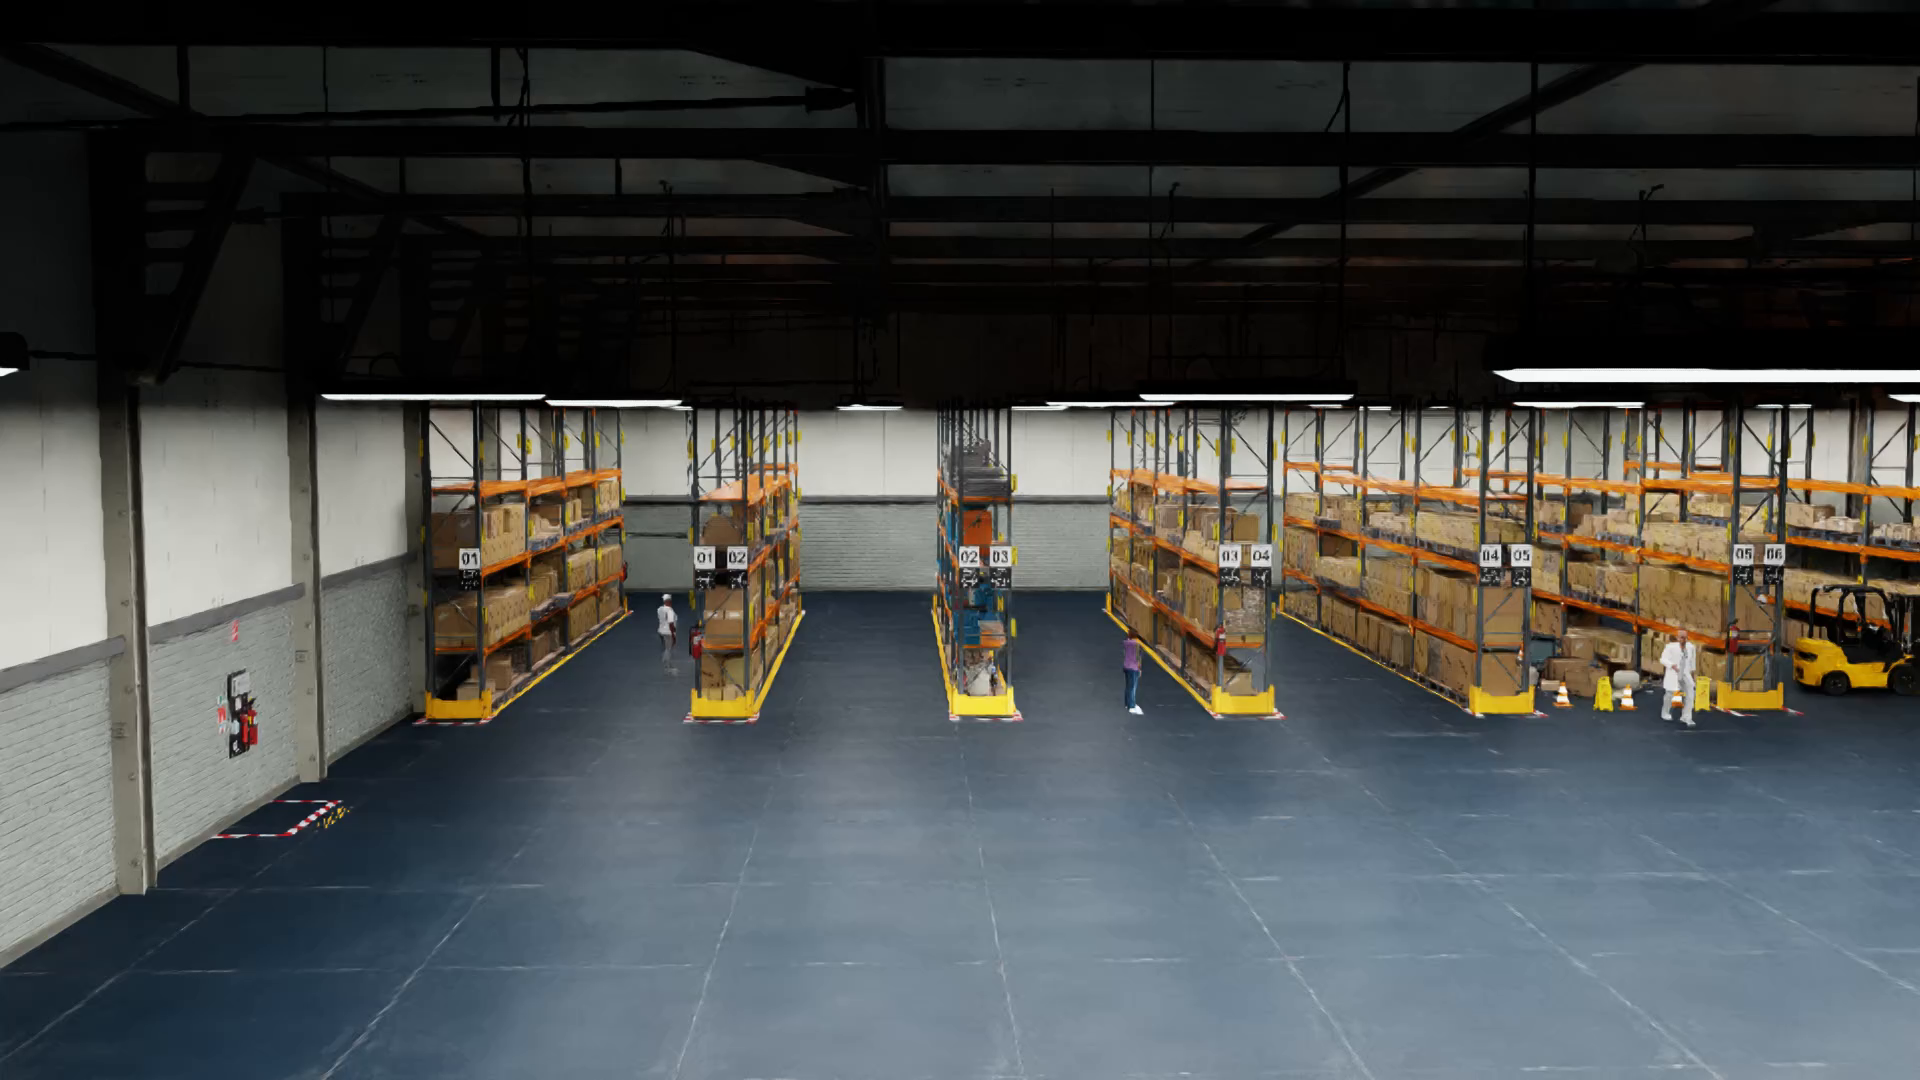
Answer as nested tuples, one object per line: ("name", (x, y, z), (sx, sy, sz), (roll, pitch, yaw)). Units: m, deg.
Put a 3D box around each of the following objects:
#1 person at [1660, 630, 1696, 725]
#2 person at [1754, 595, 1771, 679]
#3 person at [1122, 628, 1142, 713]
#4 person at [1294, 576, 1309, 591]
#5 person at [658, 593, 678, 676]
("person", (13.245, 2.498, 30.635), (0.736, 1.717, 0.904), (0, 4, 3))
("person", (17.105, 2.065, 35.629), (0.494, 1.785, 0.616), (2, 5, 27))
("person", (3.305, 2.465, 31.689), (0.395, 1.601, 0.469), (-3, 5, -33))
("person", (10.258, 1.028, 49.380), (0.494, 1.766, 0.656), (-4, 6, -39))
("person", (-6.302, 2.036, 36.093), (0.447, 1.771, 0.632), (-3, 5, -34))
